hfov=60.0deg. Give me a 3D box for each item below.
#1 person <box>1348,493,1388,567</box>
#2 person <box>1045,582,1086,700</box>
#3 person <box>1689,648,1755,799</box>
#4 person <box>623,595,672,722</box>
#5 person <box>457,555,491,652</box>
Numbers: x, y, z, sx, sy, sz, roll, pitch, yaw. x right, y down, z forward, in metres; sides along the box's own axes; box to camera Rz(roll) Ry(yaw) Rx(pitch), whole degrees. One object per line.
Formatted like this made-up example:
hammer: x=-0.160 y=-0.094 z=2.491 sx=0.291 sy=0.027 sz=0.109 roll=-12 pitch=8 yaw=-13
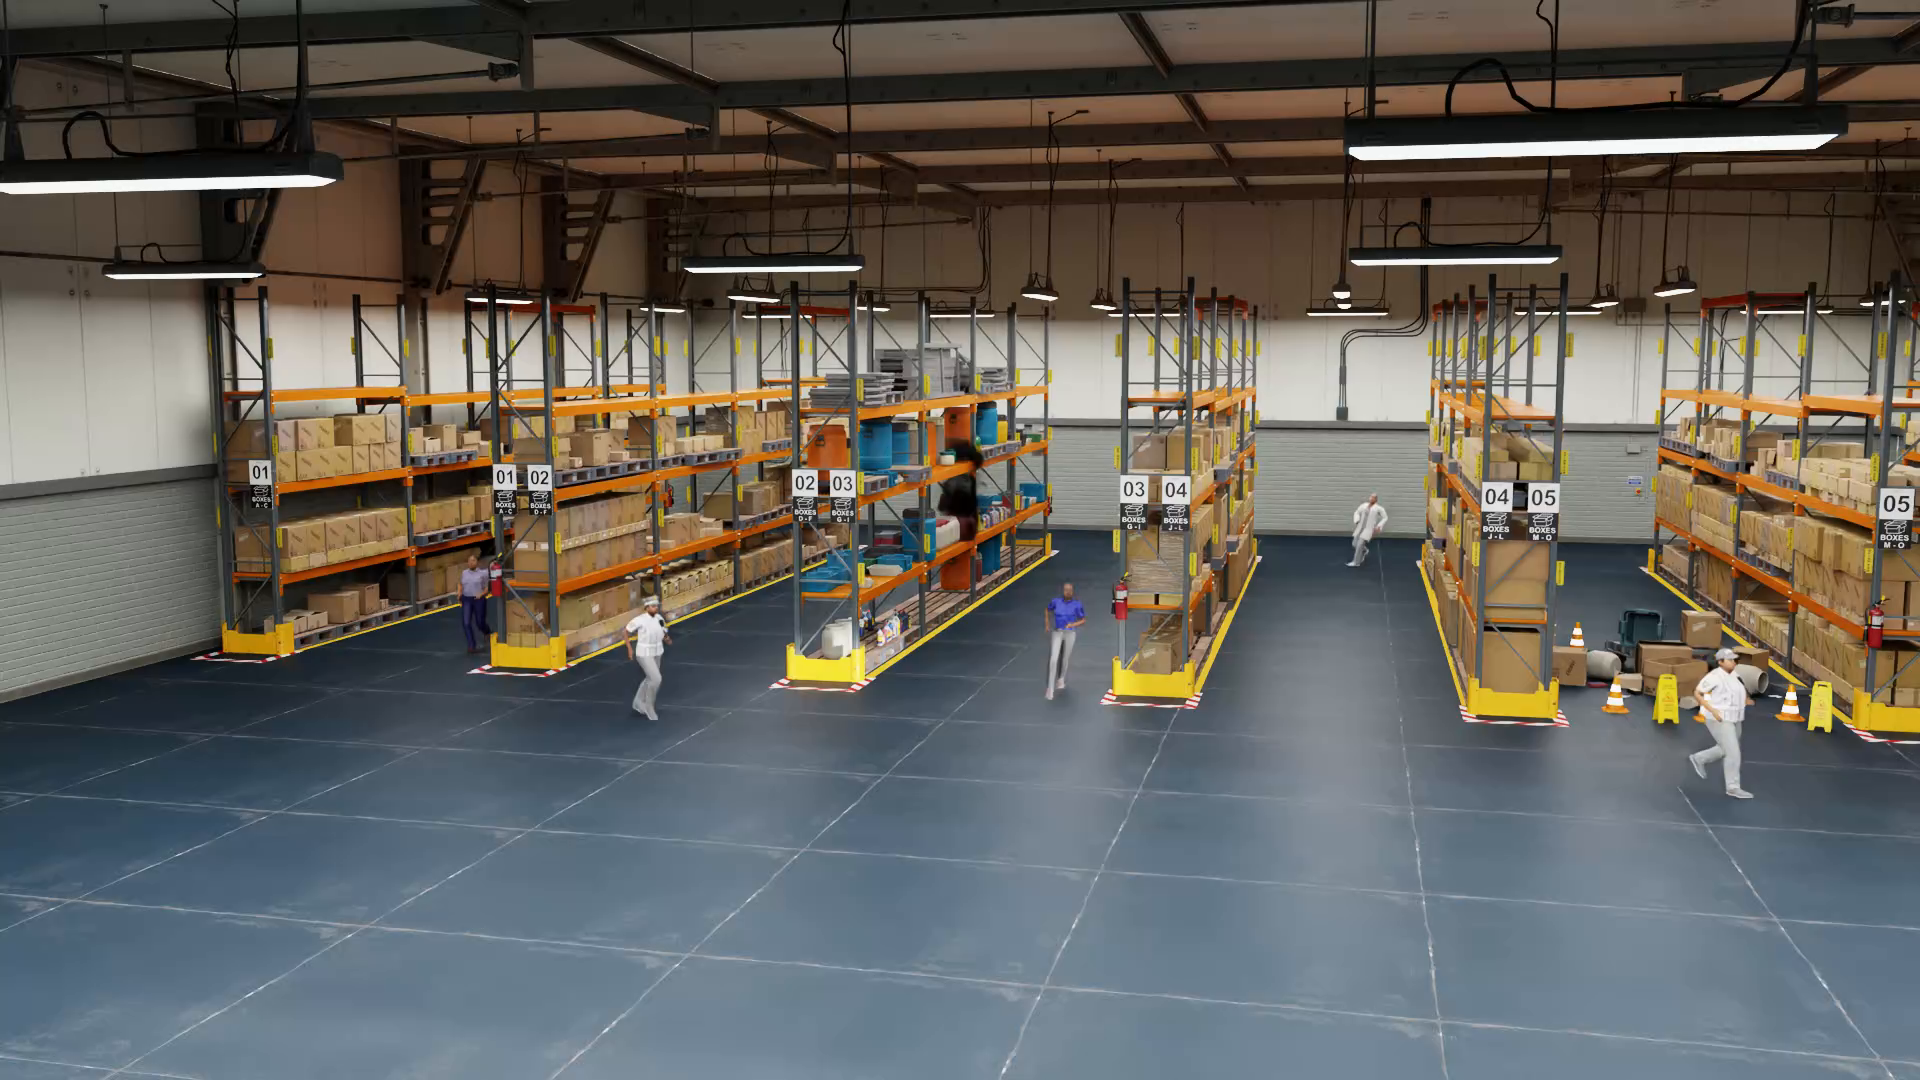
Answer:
person: x=9.344 y=-0.222 z=38.171 sx=0.781 sy=1.697 sz=0.787 roll=-6 pitch=9 yaw=-43
person: x=1.522 y=1.431 z=24.108 sx=0.600 sy=1.673 sz=0.881 roll=1 pitch=7 yaw=5
person: x=8.608 y=2.034 z=18.782 sx=0.619 sy=1.638 sz=0.862 roll=-4 pitch=8 yaw=-33
person: x=-4.189 y=1.594 z=22.497 sx=0.801 sy=1.726 sz=0.536 roll=5 pitch=8 yaw=35
person: x=-8.073 y=1.040 z=27.627 sx=0.611 sy=1.598 sz=0.623 roll=0 pitch=7 yaw=2
